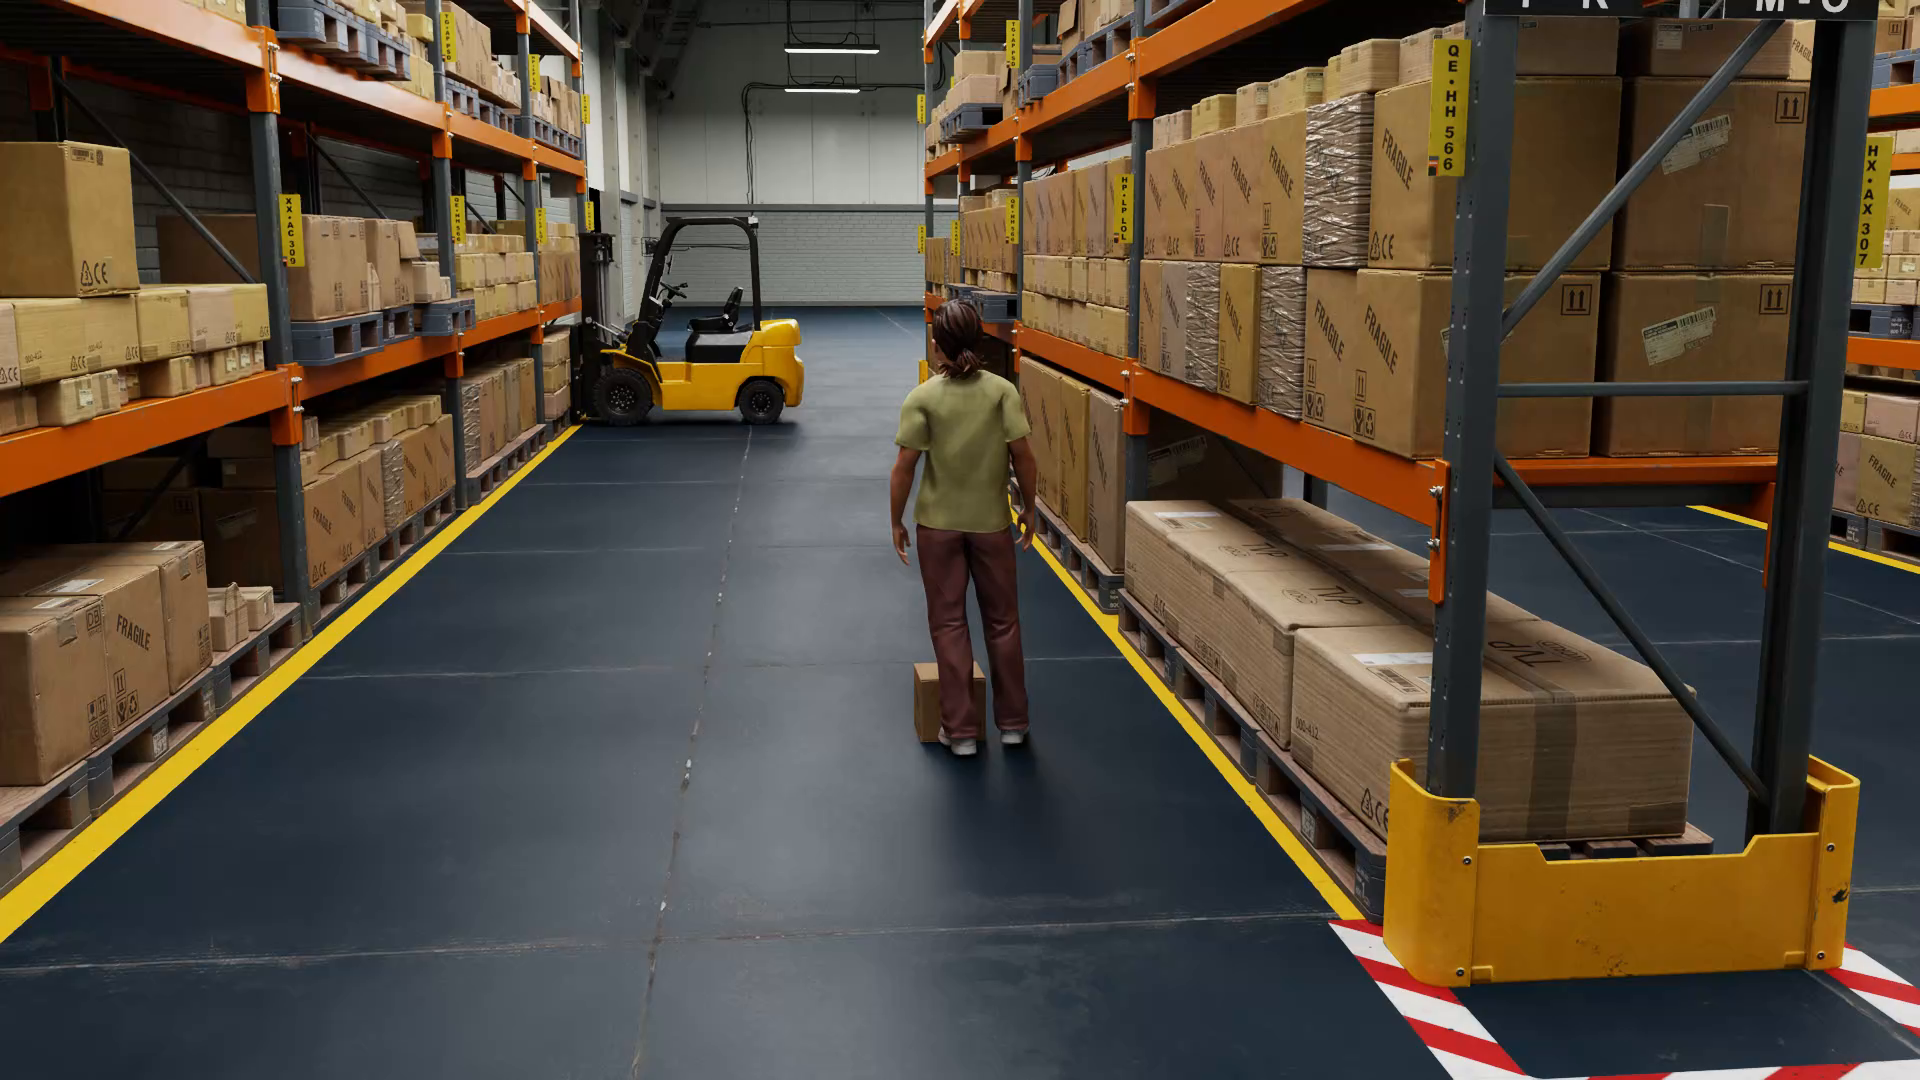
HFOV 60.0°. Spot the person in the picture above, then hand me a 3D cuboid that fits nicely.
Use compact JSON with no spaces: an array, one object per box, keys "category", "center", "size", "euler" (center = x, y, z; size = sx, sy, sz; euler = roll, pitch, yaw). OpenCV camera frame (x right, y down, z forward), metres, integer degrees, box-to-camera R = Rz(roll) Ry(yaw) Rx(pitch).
[{"category":"person","center":[0.013,-0.046,6.113],"size":[0.554,1.673,0.547],"euler":[-1,10,-6]}]
